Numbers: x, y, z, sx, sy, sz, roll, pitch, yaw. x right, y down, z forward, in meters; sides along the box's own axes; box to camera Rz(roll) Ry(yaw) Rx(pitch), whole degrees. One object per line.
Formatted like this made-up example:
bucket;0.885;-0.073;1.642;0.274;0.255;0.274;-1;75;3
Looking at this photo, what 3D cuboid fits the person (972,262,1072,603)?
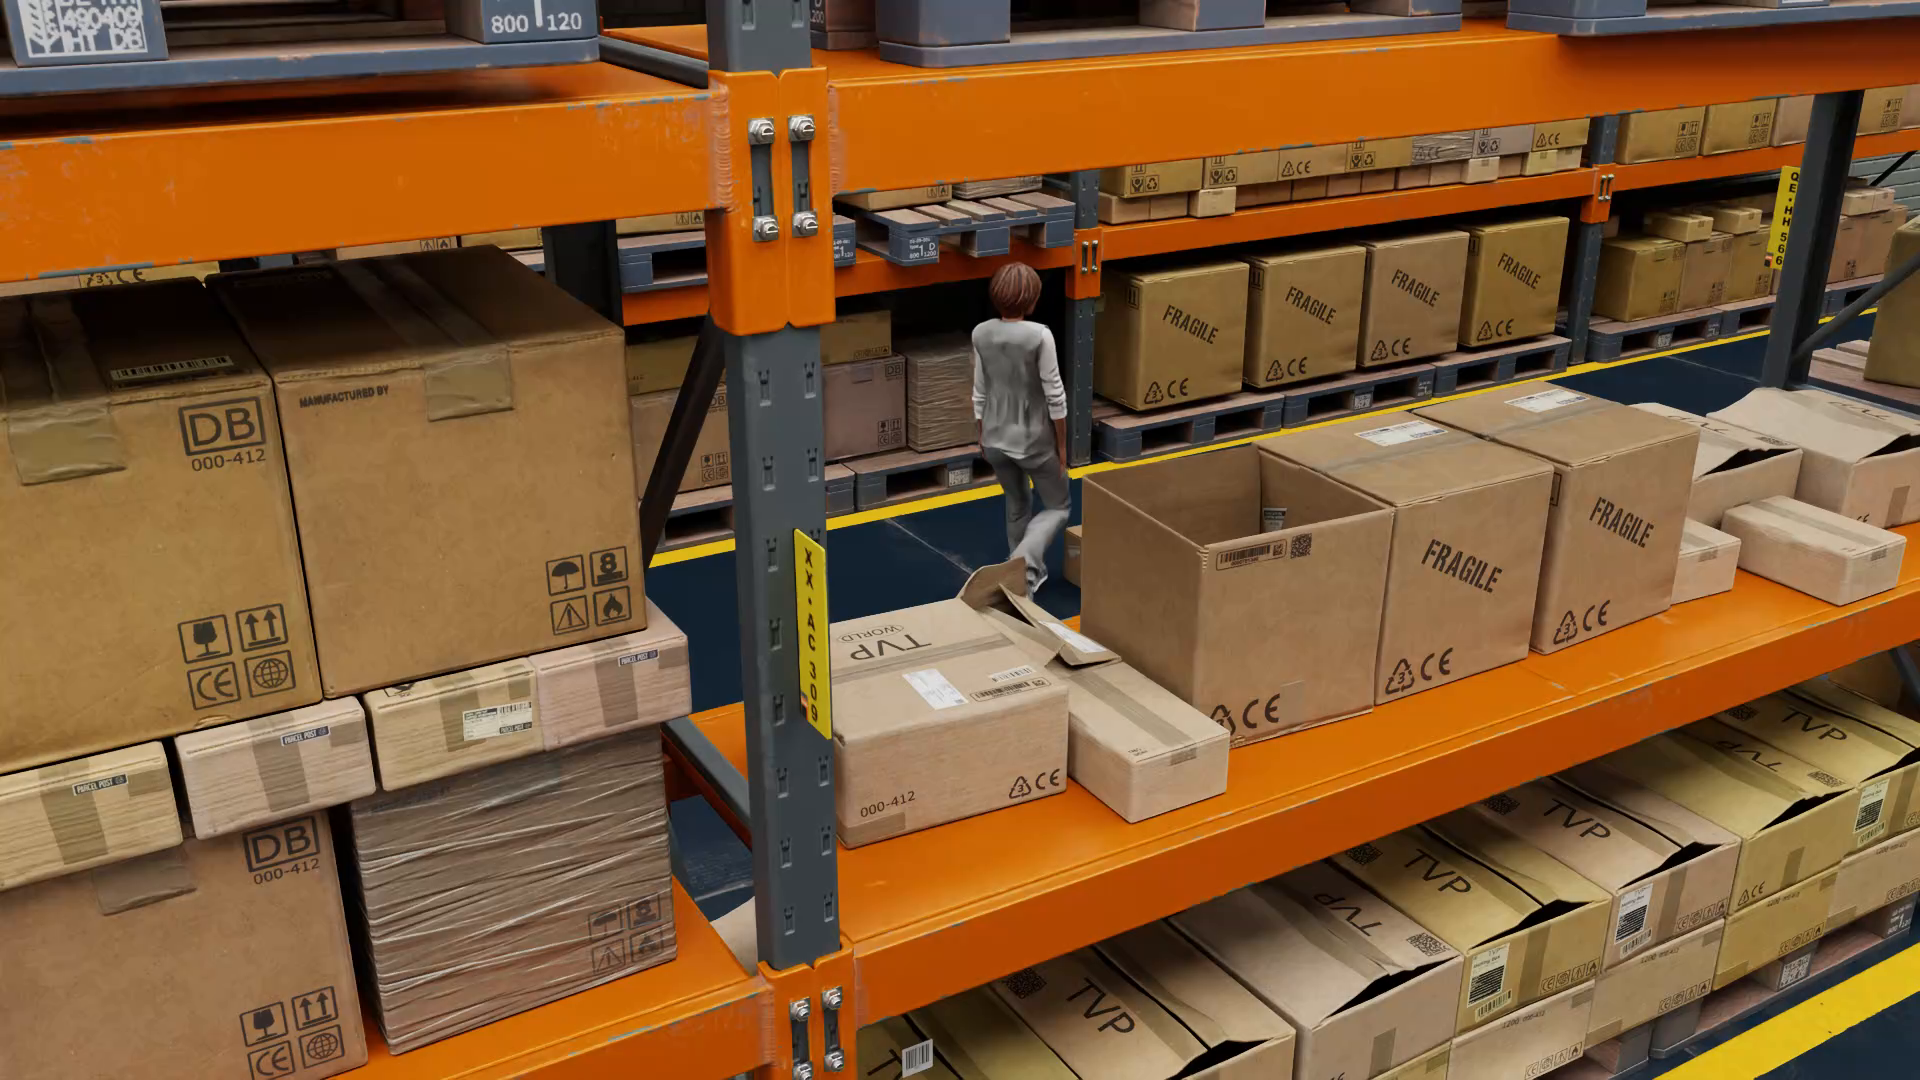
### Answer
person;0.278;-0.433;7.179;0.440;1.565;0.736;12;25;27
